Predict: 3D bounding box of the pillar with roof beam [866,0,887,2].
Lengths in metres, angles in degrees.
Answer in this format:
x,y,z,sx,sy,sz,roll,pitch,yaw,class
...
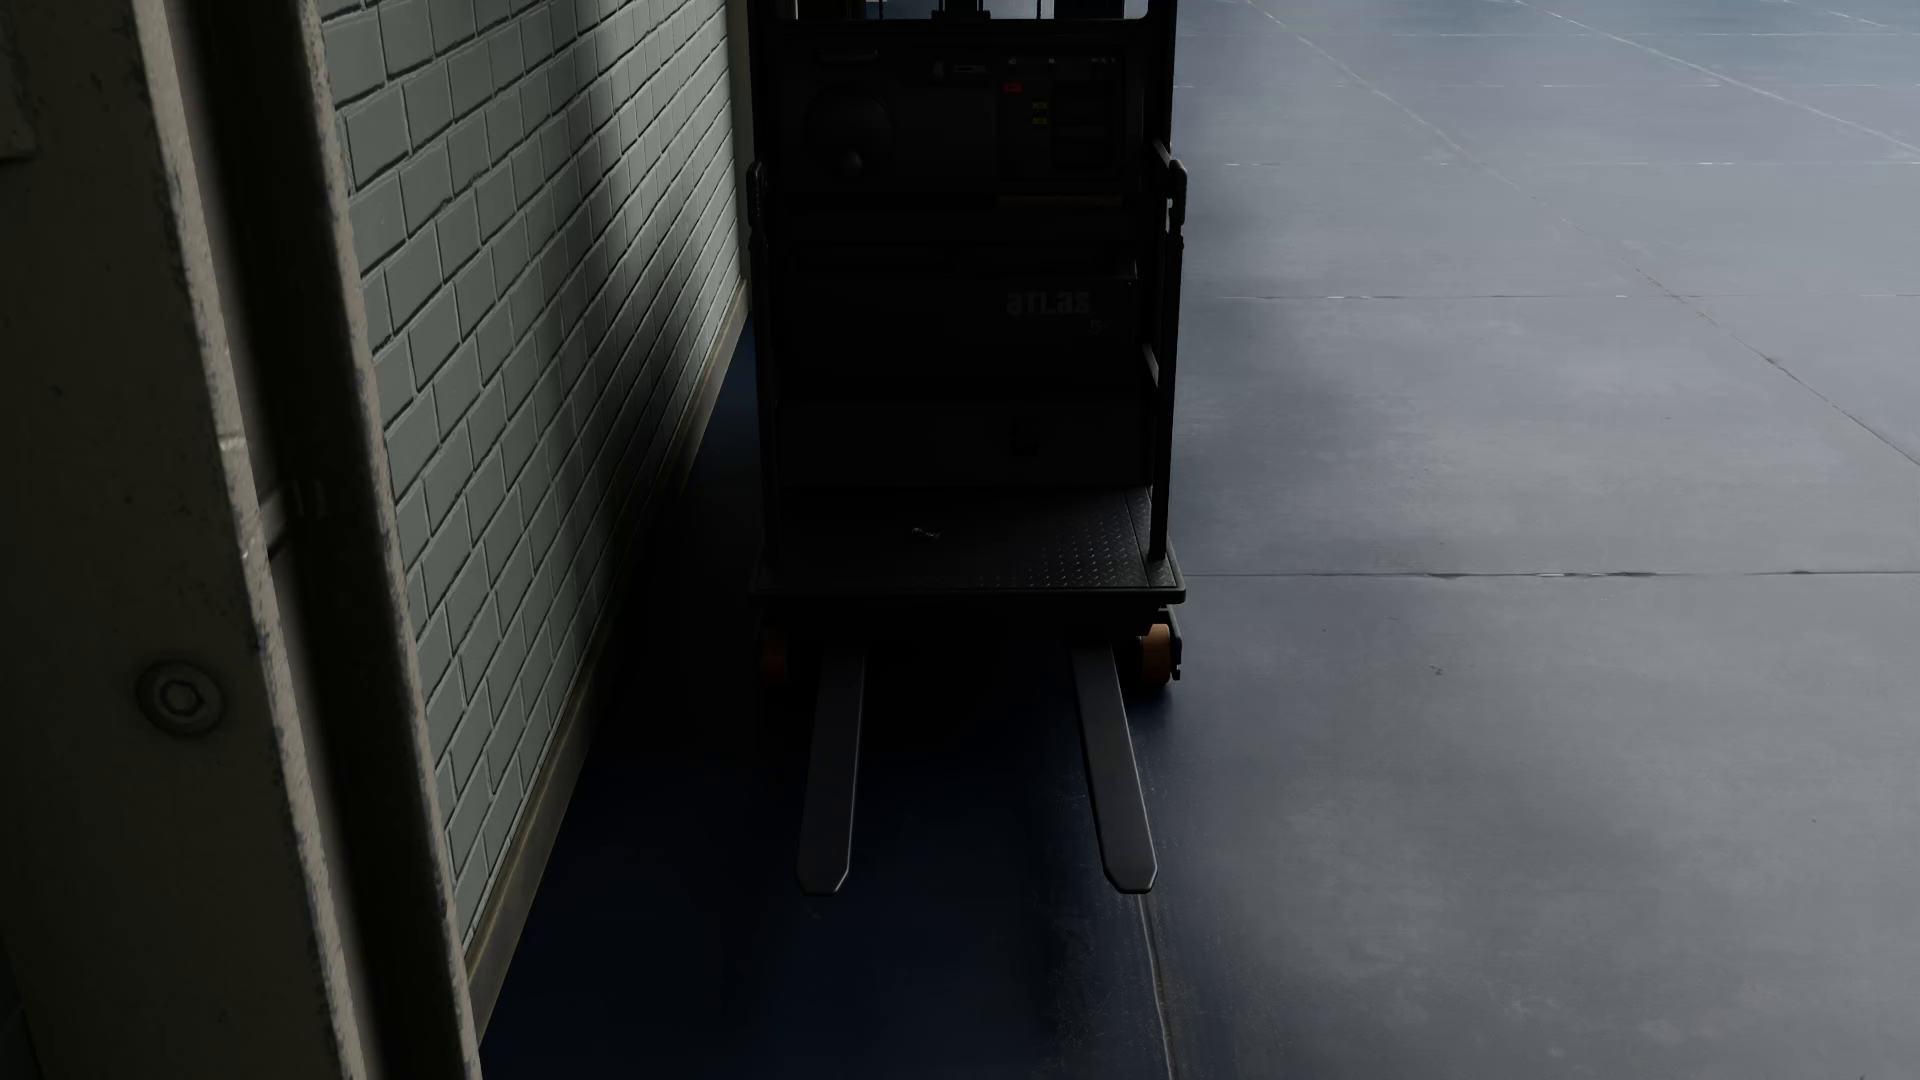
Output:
x,y,z,sx,sy,sz,roll,pitch,yaw,class
3.329,-10.185,16.849,9.100,9.000,0.400,0,24,-1,pillar with roof beam

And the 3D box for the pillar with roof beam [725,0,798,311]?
x,y,z,sx,sy,sz,roll,pitch,yaw,class
3.460,-5.240,5.916,9.100,9.000,0.400,0,24,-1,pillar with roof beam

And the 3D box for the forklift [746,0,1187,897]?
x,y,z,sx,sy,sz,roll,pitch,yaw,class
0.010,-1.076,4.072,1.130,2.935,3.031,0,24,-1,forklift
